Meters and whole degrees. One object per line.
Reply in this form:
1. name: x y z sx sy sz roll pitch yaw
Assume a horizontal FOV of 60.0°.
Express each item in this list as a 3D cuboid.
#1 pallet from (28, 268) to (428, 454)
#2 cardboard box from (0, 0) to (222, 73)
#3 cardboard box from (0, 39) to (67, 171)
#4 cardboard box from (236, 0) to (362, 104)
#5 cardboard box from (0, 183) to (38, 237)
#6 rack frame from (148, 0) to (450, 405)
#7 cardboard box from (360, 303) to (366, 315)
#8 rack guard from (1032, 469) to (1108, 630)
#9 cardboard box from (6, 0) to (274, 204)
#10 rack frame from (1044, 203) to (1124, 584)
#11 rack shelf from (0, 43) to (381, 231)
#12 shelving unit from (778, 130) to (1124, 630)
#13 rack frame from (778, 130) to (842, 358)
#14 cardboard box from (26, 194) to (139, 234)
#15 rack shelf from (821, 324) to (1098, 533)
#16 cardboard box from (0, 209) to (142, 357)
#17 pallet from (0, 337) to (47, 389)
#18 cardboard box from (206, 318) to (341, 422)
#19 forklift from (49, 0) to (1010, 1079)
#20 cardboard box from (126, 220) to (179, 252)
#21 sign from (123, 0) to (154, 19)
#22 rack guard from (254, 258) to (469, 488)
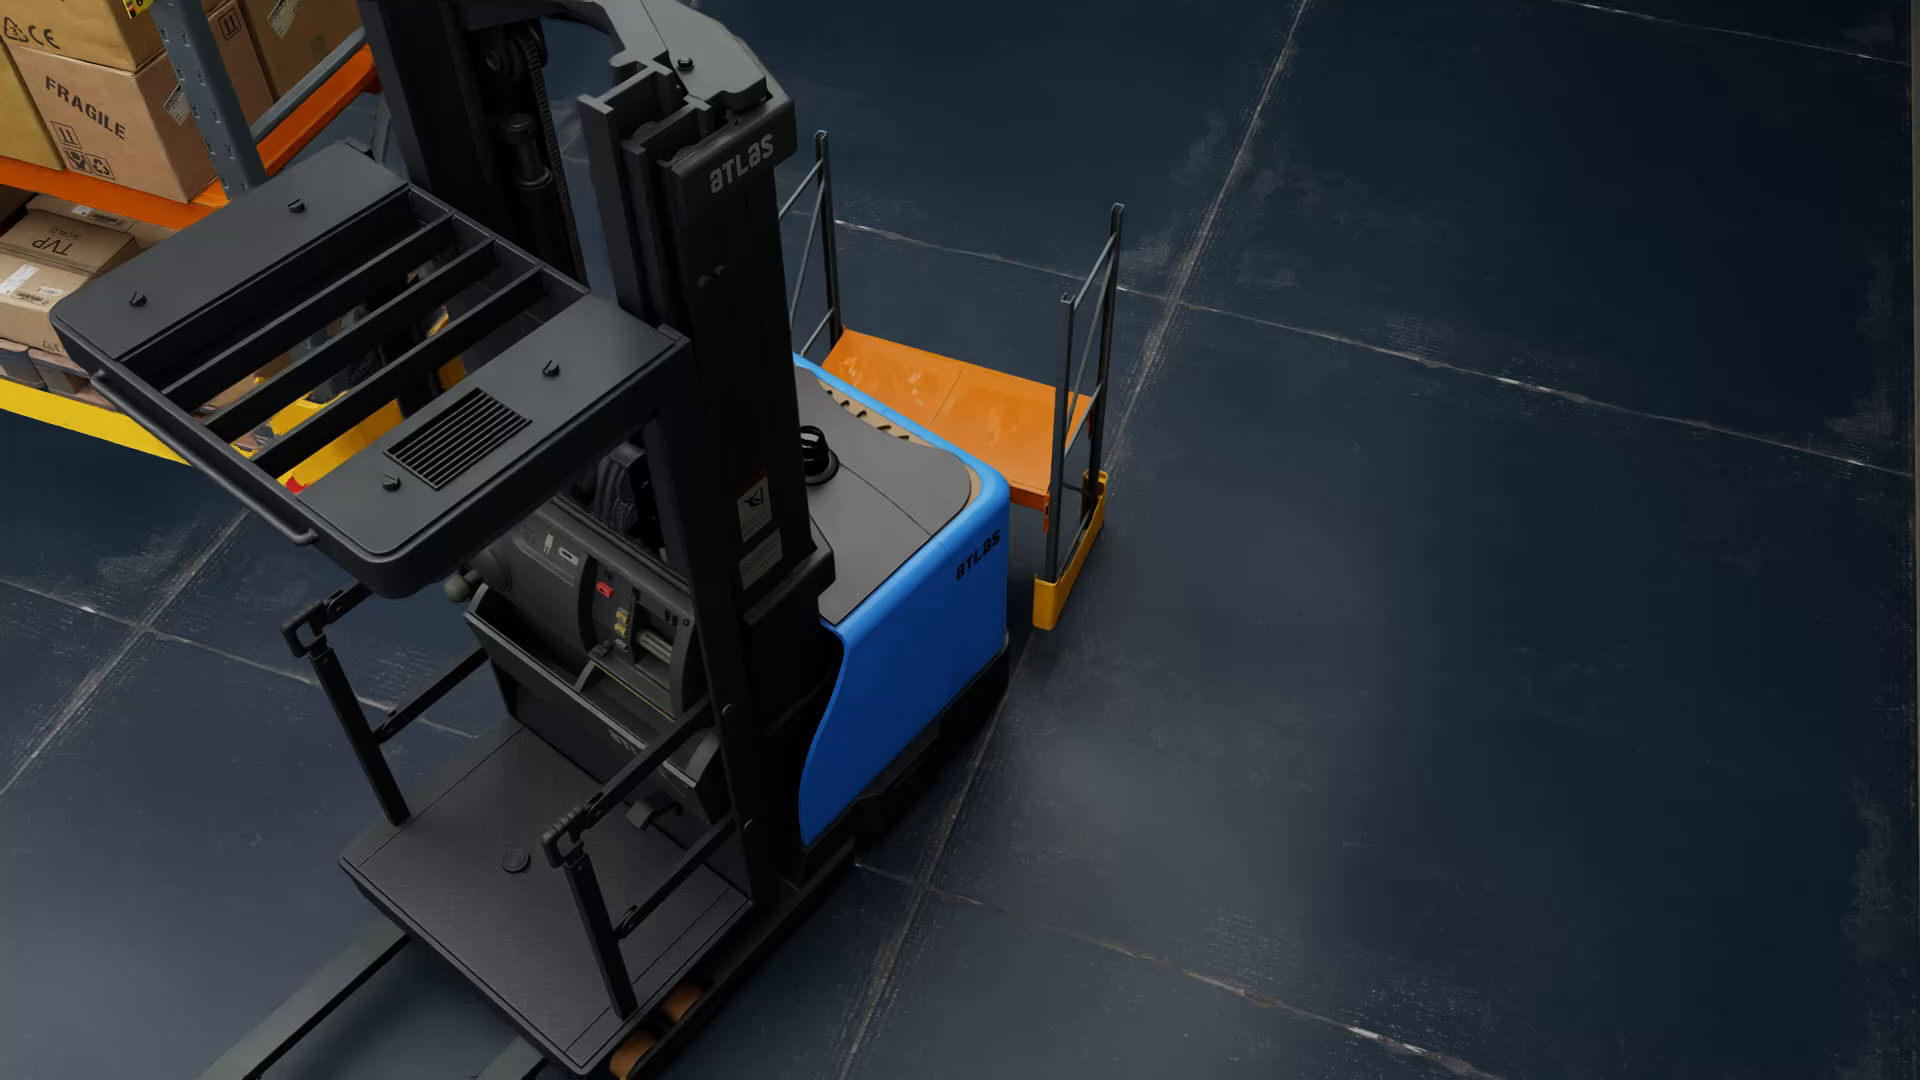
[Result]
1. pallet: -2.988 -0.869 6.863 1.213 0.211 1.003 16 51 13
2. cardboard box: -2.681 -1.836 5.128 0.500 0.500 0.500 15 51 13
3. cardboard box: -3.171 -1.645 5.624 0.500 0.500 0.500 16 51 13
4. cardboard box: -2.493 -1.890 5.837 0.500 0.500 0.500 17 51 14
5. cardboard box: -4.157 -1.440 6.874 0.637 0.503 0.797 16 51 13
6. rack frame: -2.169 -1.554 5.612 0.127 3.000 1.000 16 51 13
7. cardboard box: -2.442 -1.118 6.829 0.250 0.149 0.380 16 51 13
8. rack guard: 0.402 0.030 6.059 0.087 0.250 0.587 17 51 14
9. cardboard box: -2.683 -1.511 5.509 0.500 0.500 0.500 17 51 14
10. rack frame: 0.403 -0.379 5.586 0.032 1.500 0.500 17 51 14
11. rack shelf: -4.045 -1.842 6.338 4.000 0.370 1.077 16 51 13
12. shelving unit: -0.060 -0.521 5.709 1.083 1.500 0.587 17 51 14
13. rack frame: -0.539 -0.668 5.837 0.032 1.500 0.500 17 51 14
14. cardboard box: -3.518 -1.403 7.009 0.500 0.250 0.500 16 51 13
15. rack shelf: -0.068 -0.406 5.847 1.000 0.185 0.538 17 51 14
16. cardboard box: -3.645 -1.035 6.691 0.500 0.250 0.500 16 51 13
17. pallet: -4.129 -1.189 7.141 1.213 0.211 1.003 16 51 13
18. cardboard box: -2.764 -0.847 6.362 0.500 0.500 0.500 16 51 13
19. forklift: -1.148 0.197 4.139 1.130 2.935 3.031 31 56 24
20. cardboard box: -3.049 -1.272 6.896 0.500 0.250 0.500 16 51 13
21. sign: -2.380 -1.649 4.719 0.005 0.325 0.100 16 51 13
22. rack guard: -2.240 -0.755 6.574 0.348 0.500 1.175 16 51 13
